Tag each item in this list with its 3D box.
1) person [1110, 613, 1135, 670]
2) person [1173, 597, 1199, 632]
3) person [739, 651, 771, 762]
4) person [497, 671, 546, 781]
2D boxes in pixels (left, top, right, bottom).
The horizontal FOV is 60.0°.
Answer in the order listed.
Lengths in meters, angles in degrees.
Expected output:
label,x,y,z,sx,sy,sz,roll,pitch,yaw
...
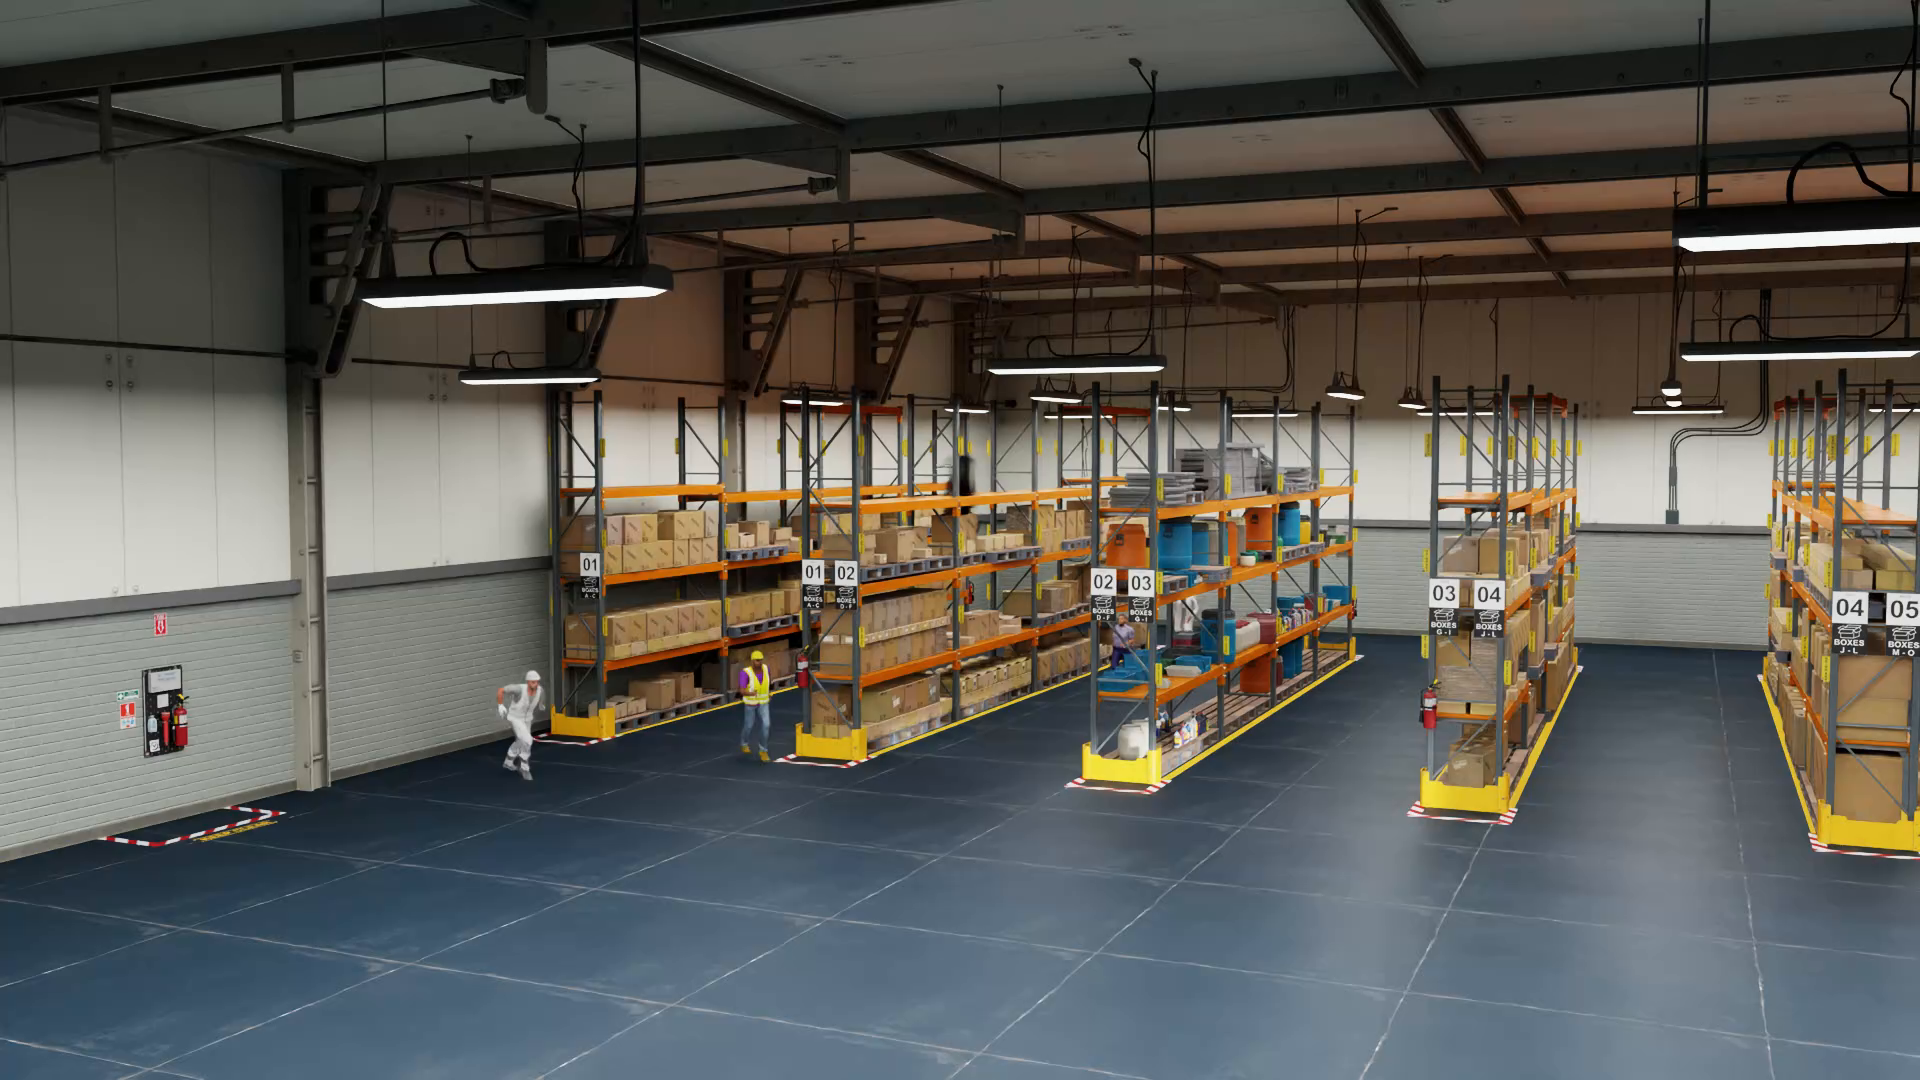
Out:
label,x,y,z,sx,sy,sz,roll,pitch,yaw
person,3.327,2.329,34.017,0.507,1.659,0.774,1,3,17
person,5.351,1.955,39.800,0.709,1.712,0.712,0,3,8
person,-3.271,2.658,26.656,0.645,1.798,1.028,-2,4,-28
person,-6.670,2.801,25.183,1.006,1.710,0.709,3,4,43
